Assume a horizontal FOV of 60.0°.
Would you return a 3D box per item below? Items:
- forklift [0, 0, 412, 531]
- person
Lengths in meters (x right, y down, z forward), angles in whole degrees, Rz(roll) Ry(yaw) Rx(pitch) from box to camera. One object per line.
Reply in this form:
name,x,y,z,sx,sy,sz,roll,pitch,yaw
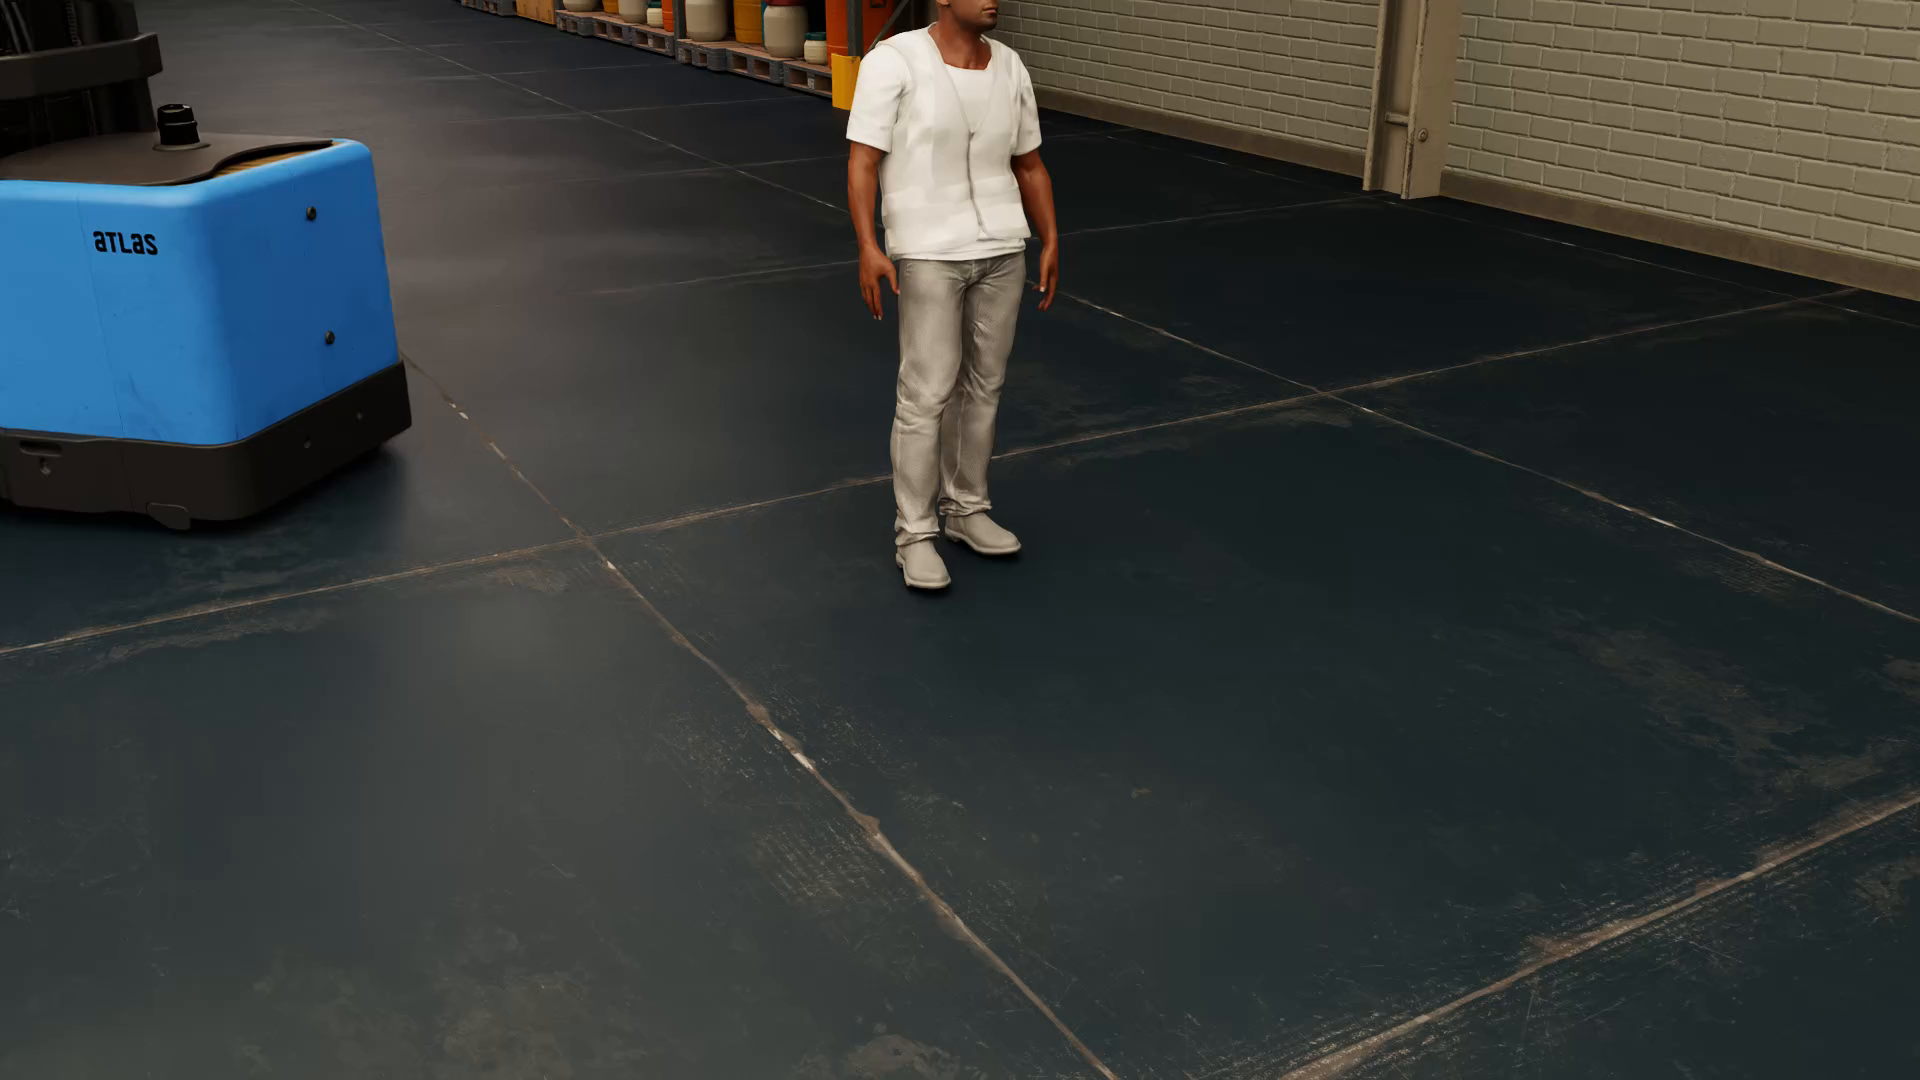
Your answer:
forklift,-3.534,-1.670,5.343,3.031,2.935,1.130,5,23,13
person,0.030,-0.800,4.738,0.666,1.765,0.577,-12,25,-28
